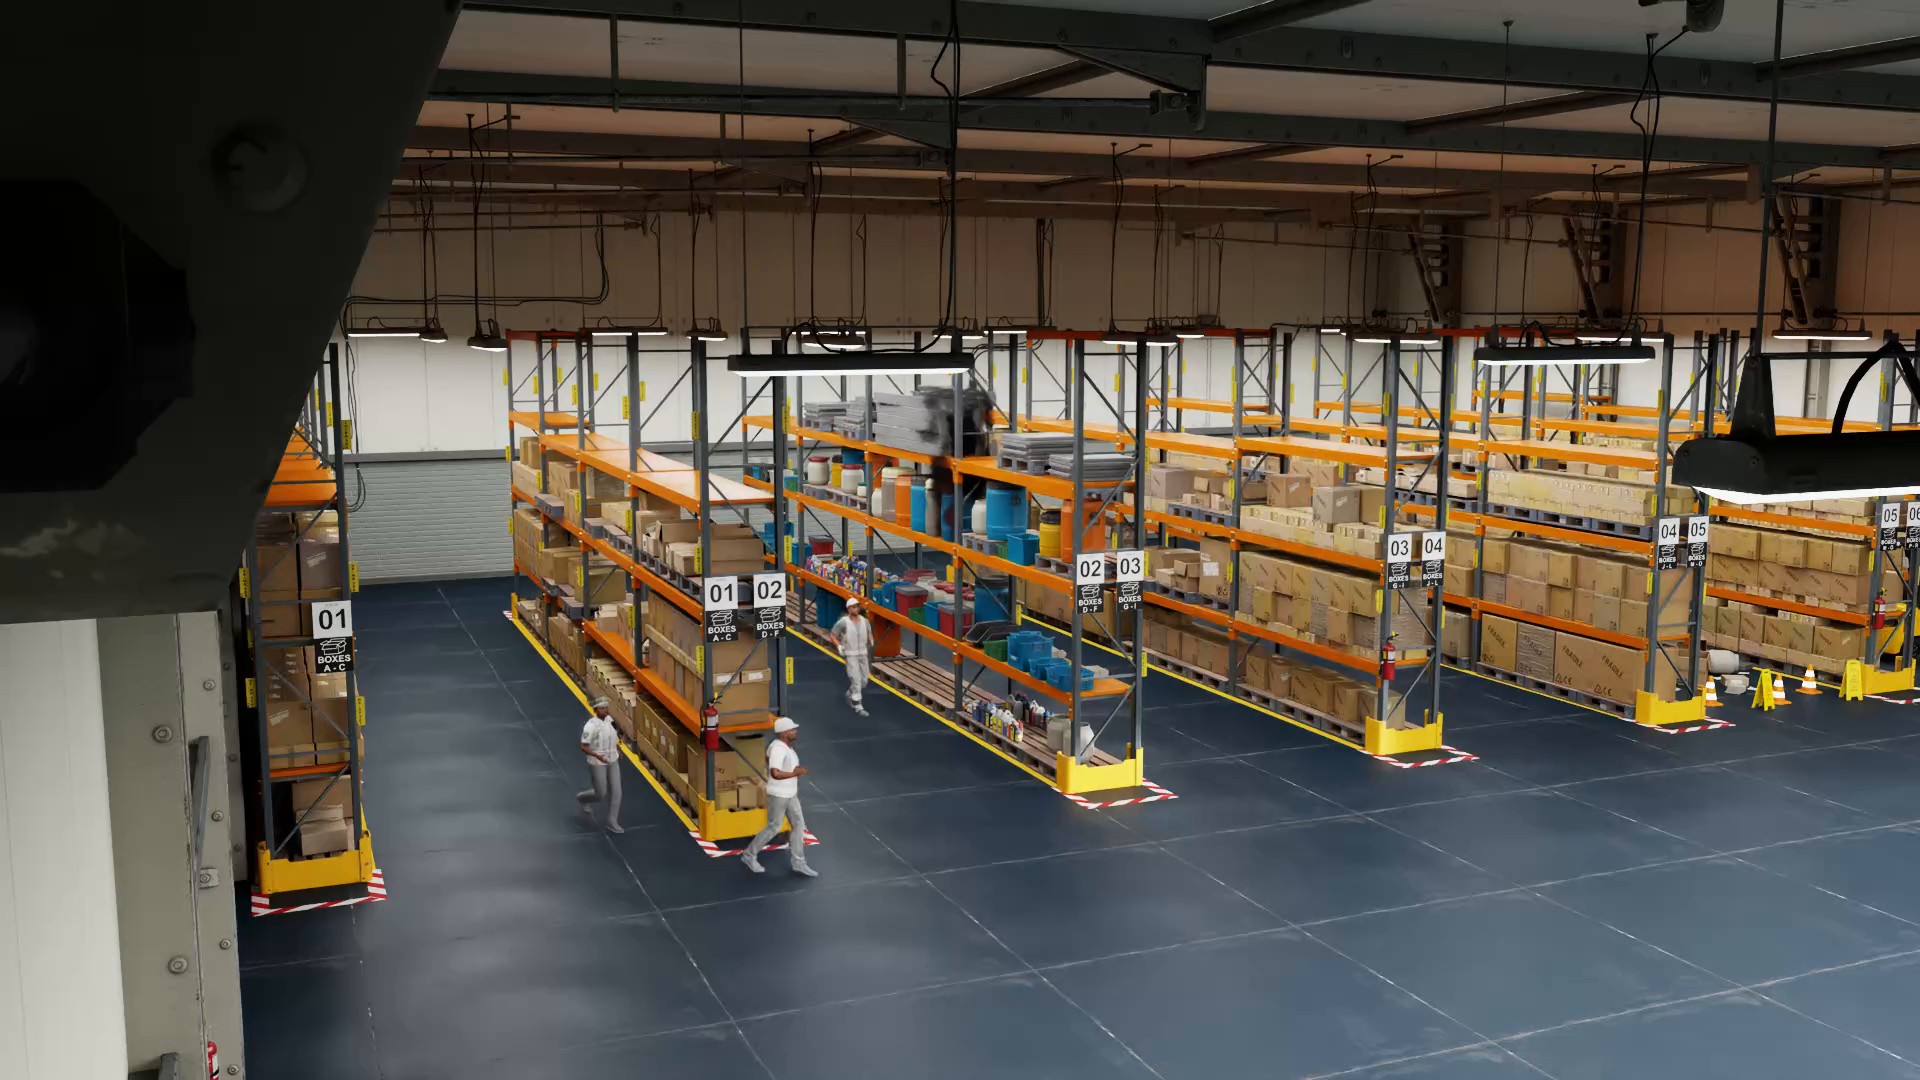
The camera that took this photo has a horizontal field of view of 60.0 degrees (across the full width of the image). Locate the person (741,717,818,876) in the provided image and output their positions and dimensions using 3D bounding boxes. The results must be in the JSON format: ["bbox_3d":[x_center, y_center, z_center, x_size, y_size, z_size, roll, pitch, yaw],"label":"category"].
[{"bbox_3d":[-2.015,2.901,18.875,0.874,1.781,0.706,2,8,11],"label":"person"}]

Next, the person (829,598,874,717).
[{"bbox_3d":[-1.589,1.758,25.117,0.668,1.771,0.779,-5,9,-33],"label":"person"}]

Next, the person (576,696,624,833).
[{"bbox_3d":[-4.418,2.737,20.493,0.782,1.679,0.578,6,10,40],"label":"person"}]
